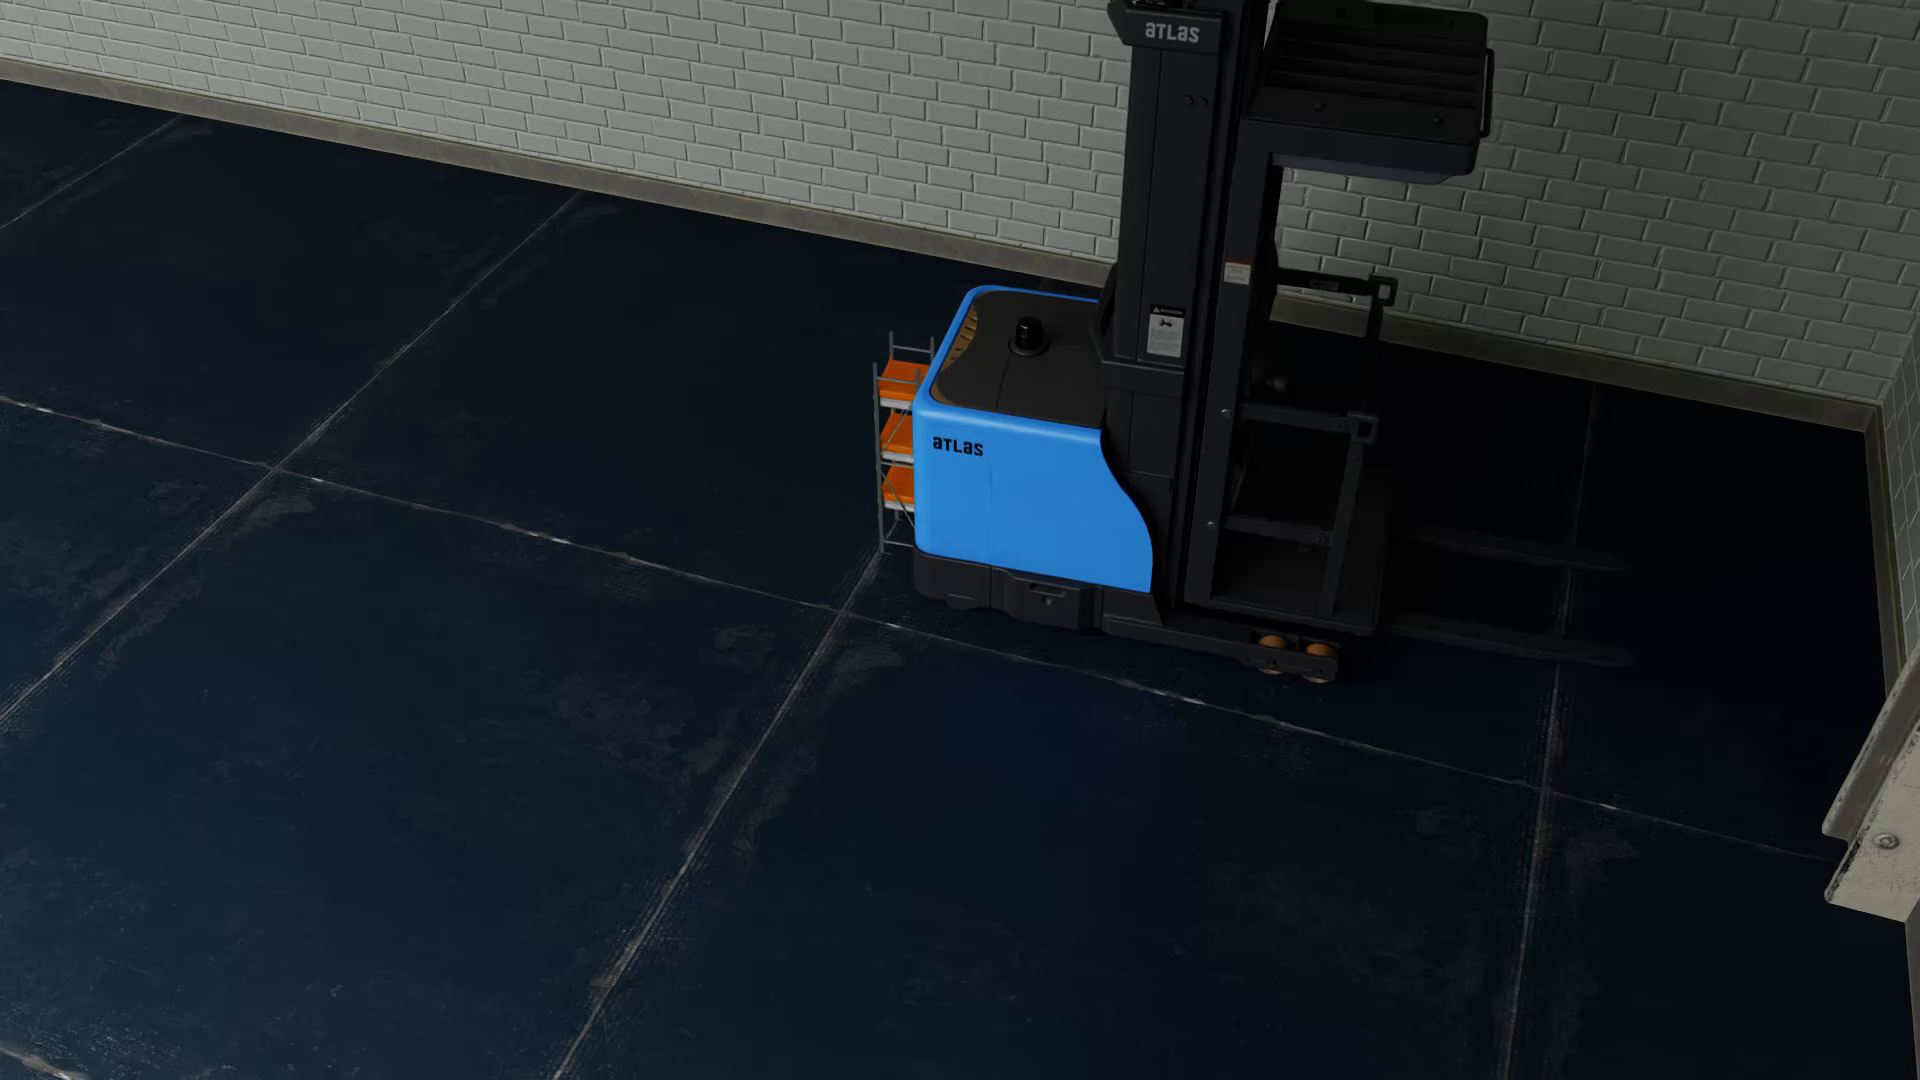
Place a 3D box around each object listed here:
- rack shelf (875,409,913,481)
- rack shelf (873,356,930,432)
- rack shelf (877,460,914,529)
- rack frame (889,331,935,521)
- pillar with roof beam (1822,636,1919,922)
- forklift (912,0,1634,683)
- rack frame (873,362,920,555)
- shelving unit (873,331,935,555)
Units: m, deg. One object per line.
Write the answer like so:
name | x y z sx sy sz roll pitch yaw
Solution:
rack shelf | -0.237 -0.395 7.373 0.215 0.259 0.240 9 41 11
rack shelf | -0.237 -0.610 7.189 0.215 0.259 0.240 9 41 11
rack shelf | -0.237 -0.183 7.554 0.215 0.259 0.240 9 41 11
rack frame | -0.207 -0.479 7.457 0.200 1.050 0.008 9 41 11
pillar with roof beam | -0.639 -3.131 4.440 9.100 9.000 0.400 13 42 15
forklift | 1.366 -0.899 6.499 3.031 2.935 1.130 10 41 11
rack frame | -0.266 -0.326 7.277 0.200 1.050 0.008 9 41 11
shelving unit | -0.237 -0.403 7.367 0.215 1.050 0.252 9 41 11
